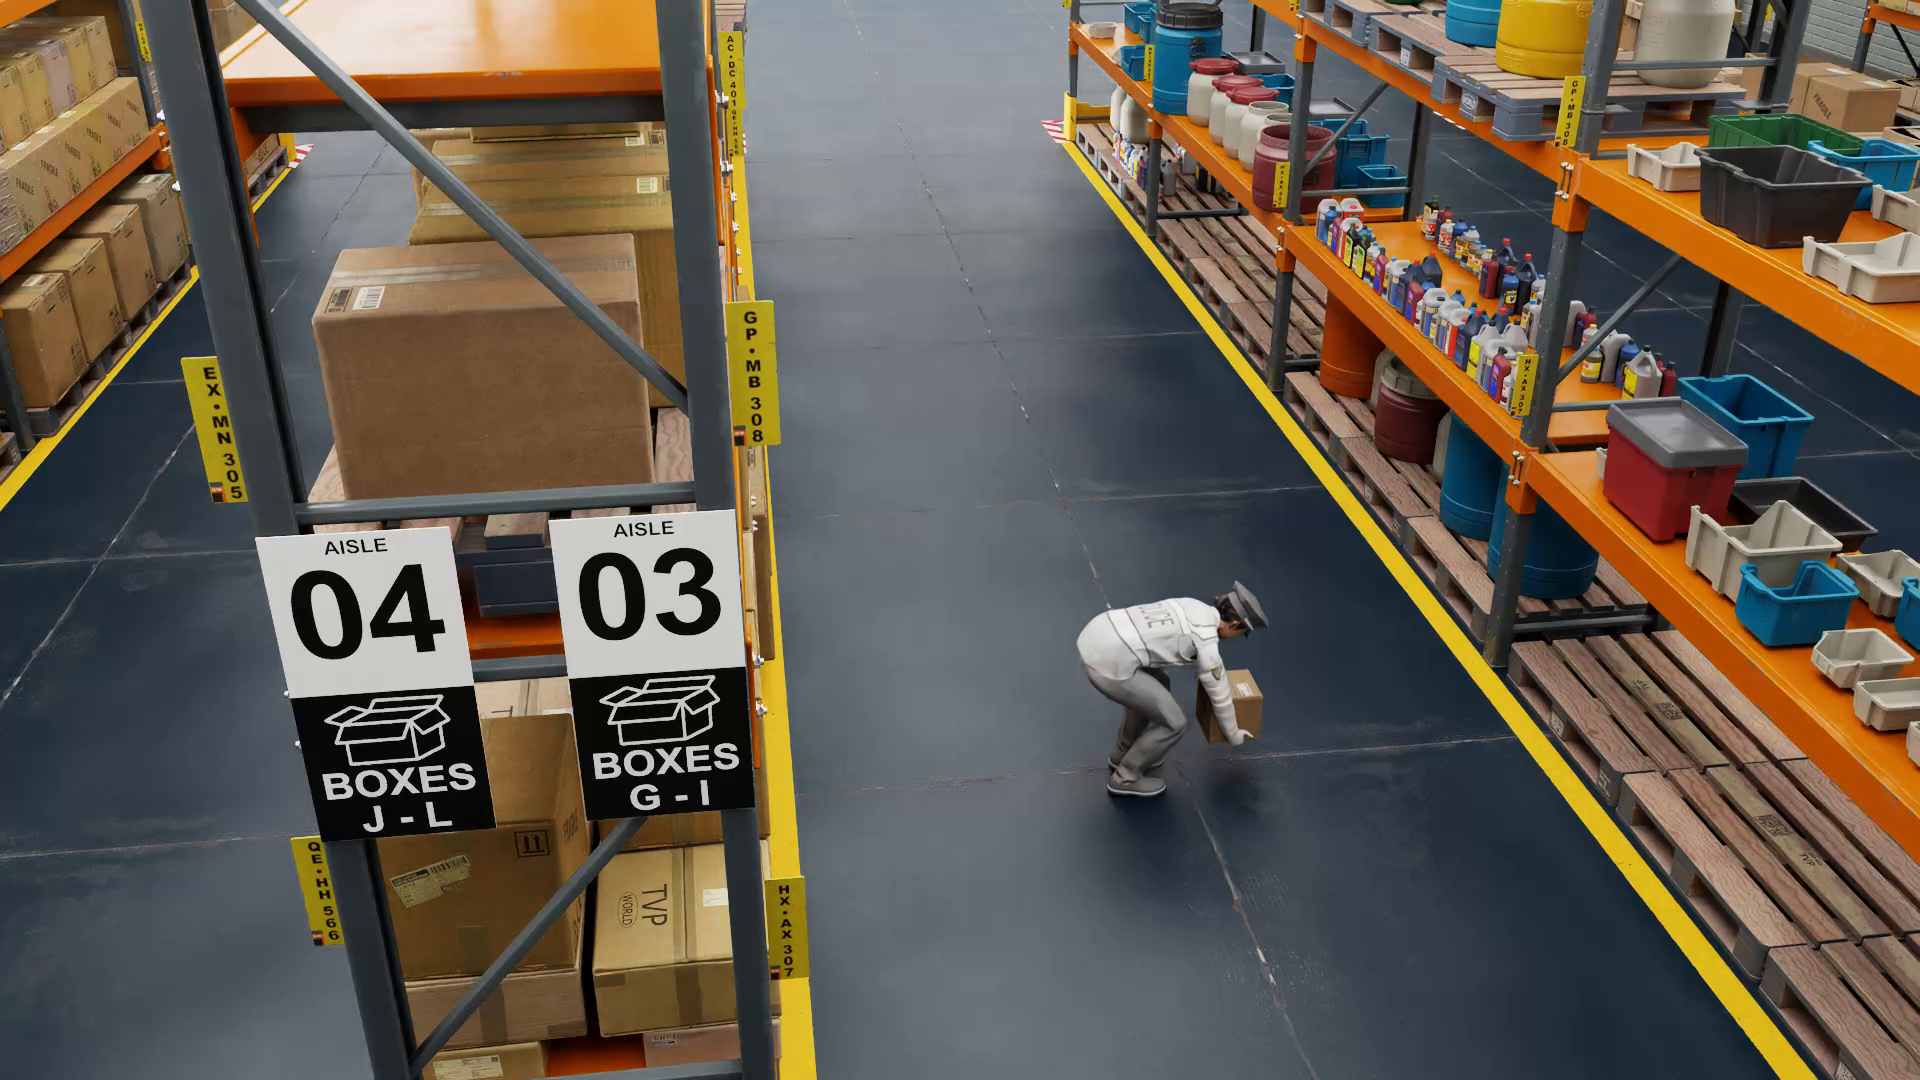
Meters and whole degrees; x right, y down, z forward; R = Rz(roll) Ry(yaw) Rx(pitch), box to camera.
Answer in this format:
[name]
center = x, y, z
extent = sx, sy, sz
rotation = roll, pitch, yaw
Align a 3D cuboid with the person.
[person]
center = 1.018, 0.703, 7.965
extent = 0.912, 1.018, 0.447
rotation = -5, 28, -10
